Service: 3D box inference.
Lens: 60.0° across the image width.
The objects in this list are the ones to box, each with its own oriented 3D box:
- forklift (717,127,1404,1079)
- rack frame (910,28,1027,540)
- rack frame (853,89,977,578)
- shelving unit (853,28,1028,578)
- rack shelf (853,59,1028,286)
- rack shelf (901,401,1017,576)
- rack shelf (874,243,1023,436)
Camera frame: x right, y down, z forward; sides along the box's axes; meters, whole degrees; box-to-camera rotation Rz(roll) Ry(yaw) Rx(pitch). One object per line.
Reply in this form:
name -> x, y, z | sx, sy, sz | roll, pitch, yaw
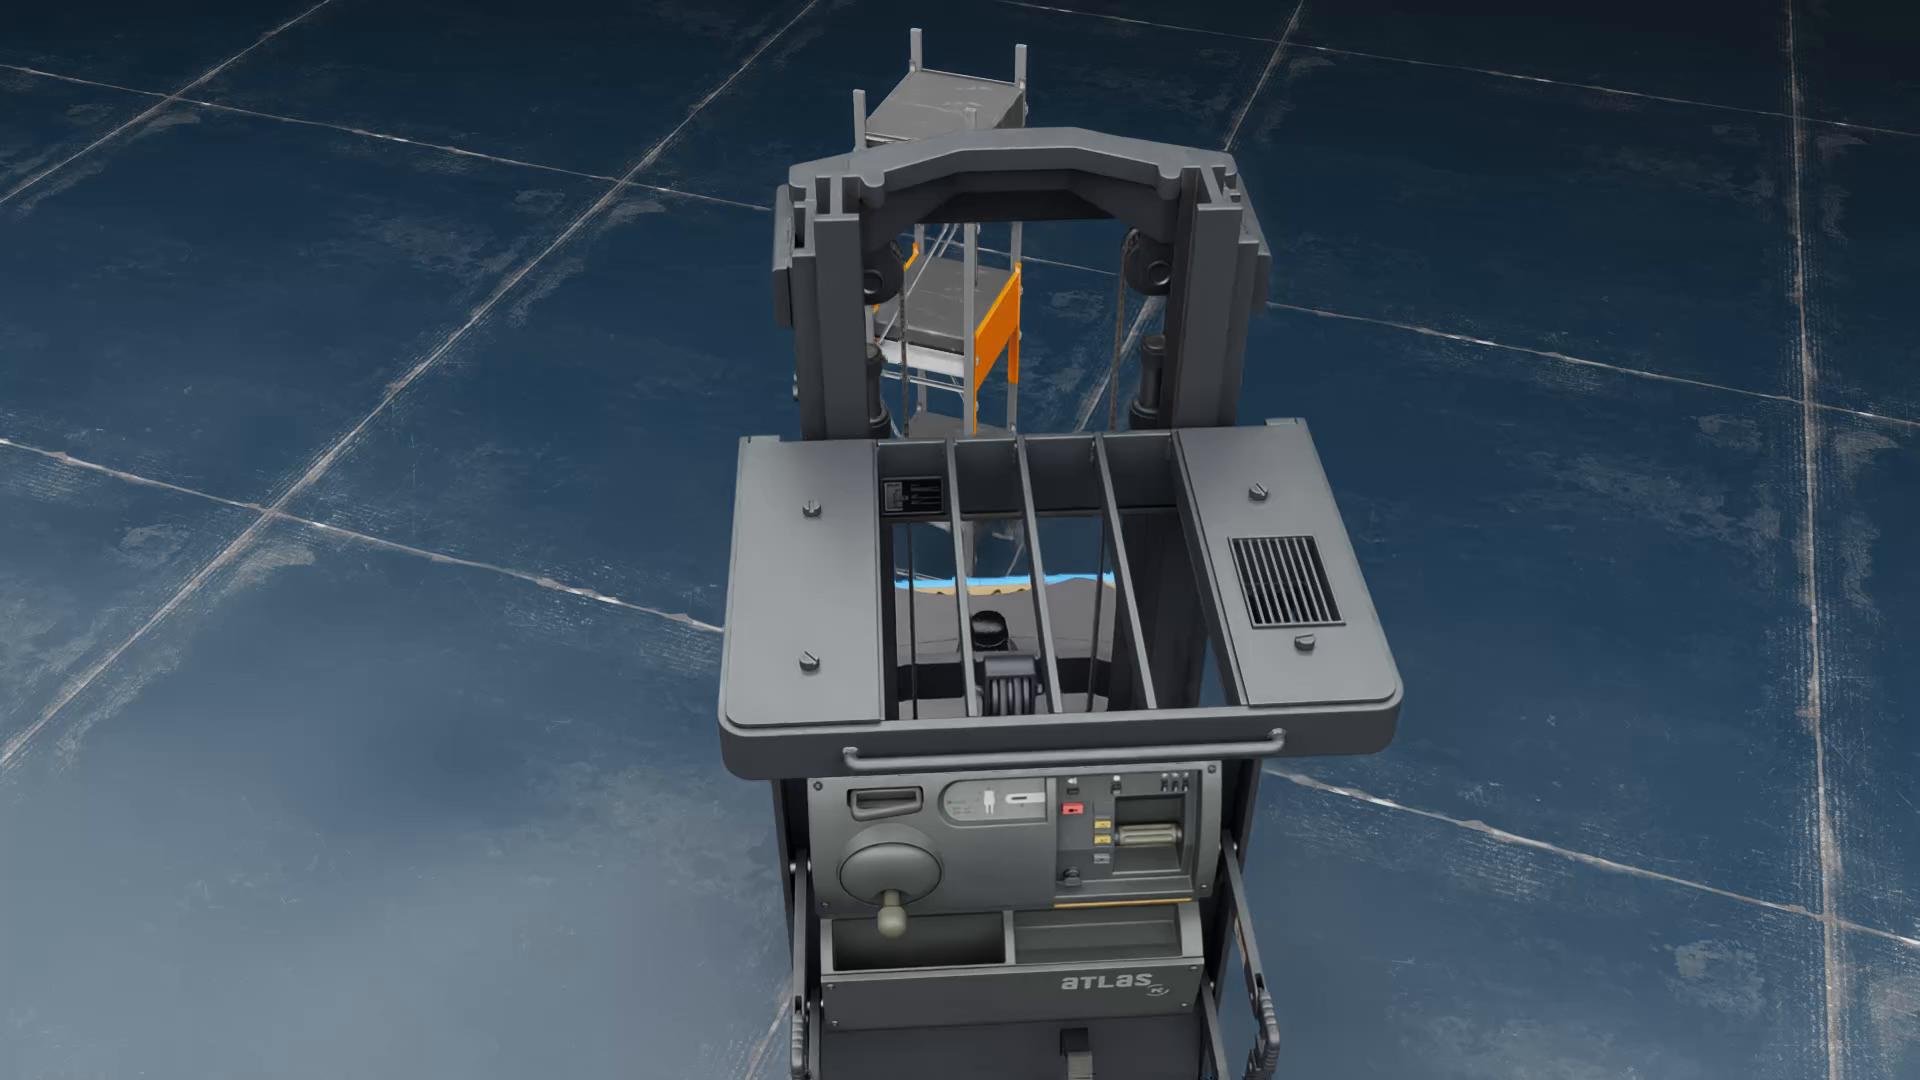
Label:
forklift -> 0.140, 0.763, 3.597 | 1.130, 2.935, 3.031 | -2, 41, -2
rack frame -> 0.027, -0.847, 6.125 | 0.400, 2.100, 0.015 | 13, 42, 15
rack frame -> -0.140, -0.549, 5.776 | 0.400, 2.100, 0.015 | 13, 42, 15
shelving unit -> -0.057, -0.698, 5.950 | 0.431, 2.100, 0.503 | 13, 42, 15
rack shelf -> -0.057, -1.220, 5.505 | 0.431, 0.518, 0.480 | 13, 42, 15
rack shelf -> -0.057, -0.155, 6.413 | 0.431, 0.518, 0.480 | 13, 42, 15
rack shelf -> -0.057, -0.687, 5.959 | 0.431, 0.518, 0.480 | 13, 42, 15
